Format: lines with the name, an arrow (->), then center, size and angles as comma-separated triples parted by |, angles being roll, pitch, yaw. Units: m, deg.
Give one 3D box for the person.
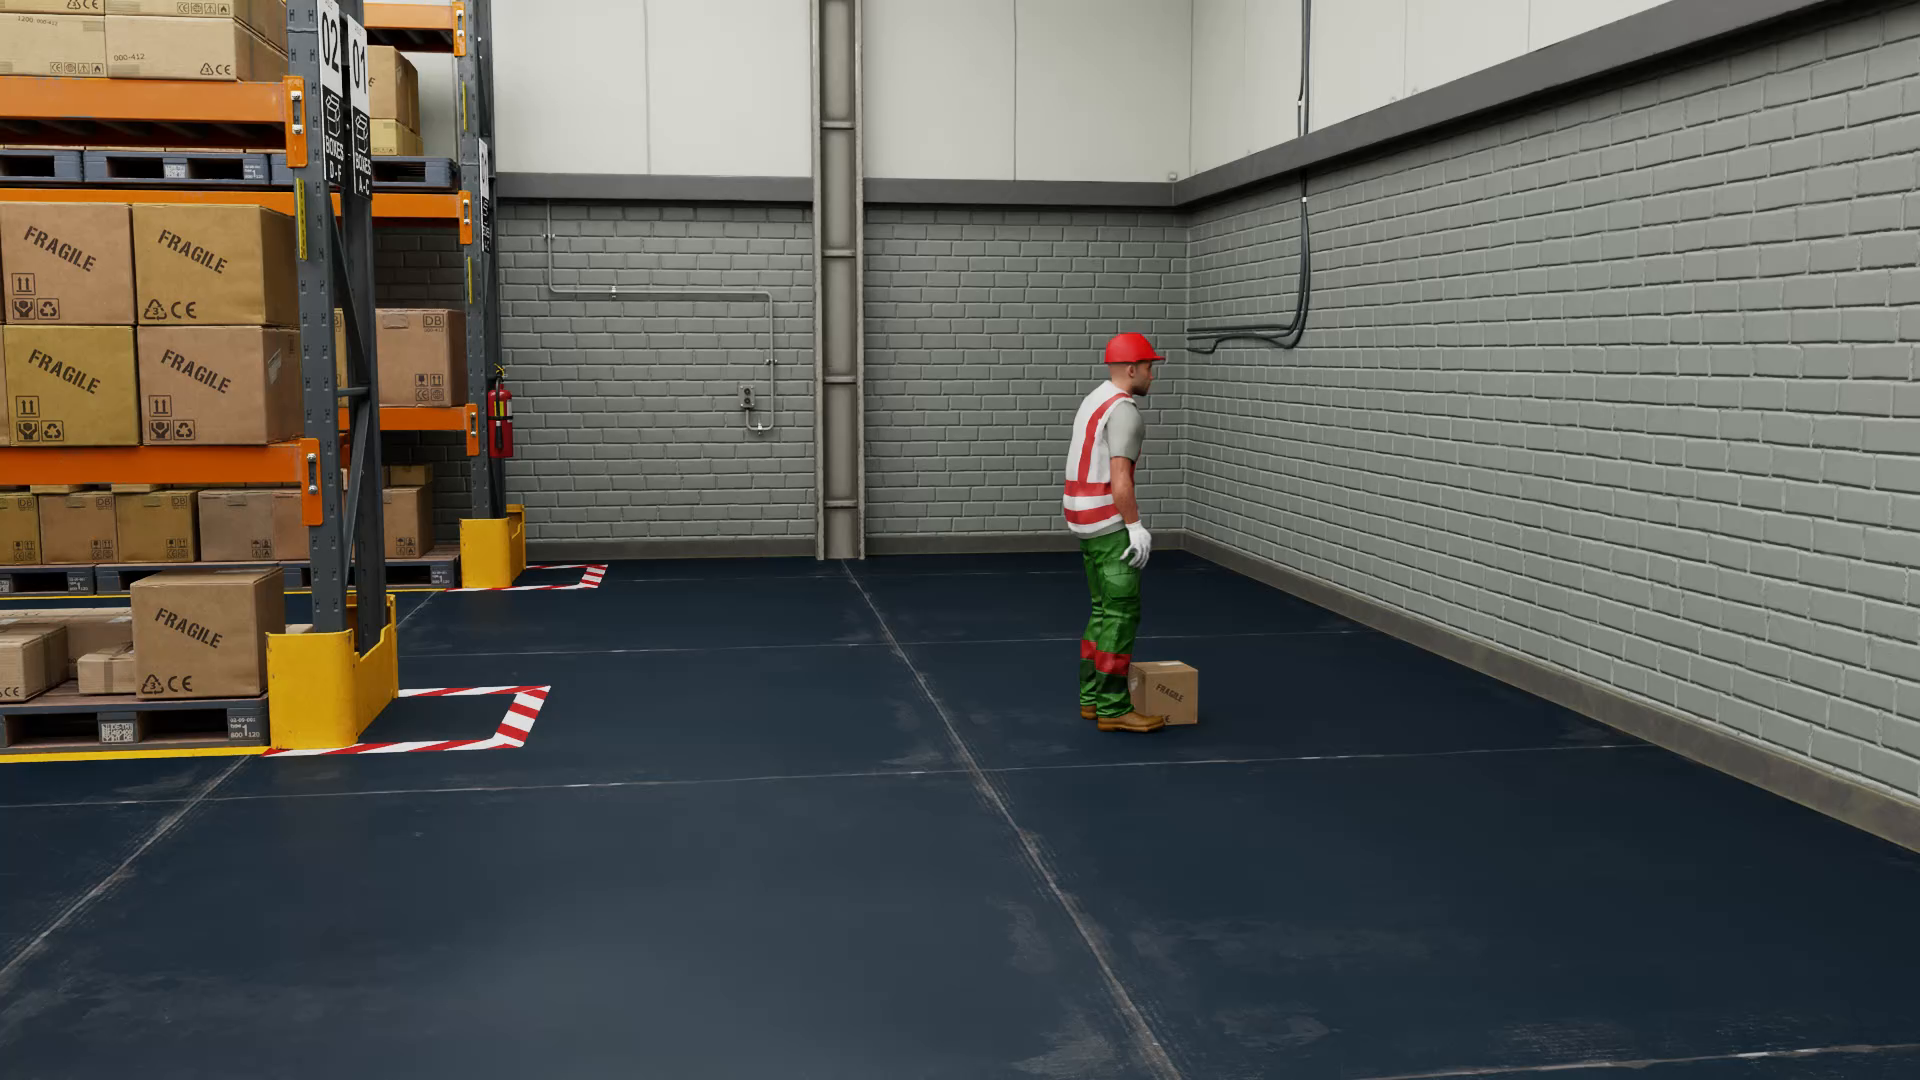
person -> 0.713, -0.048, 7.572 | 0.453, 1.779, 0.621 | -1, 7, -10
